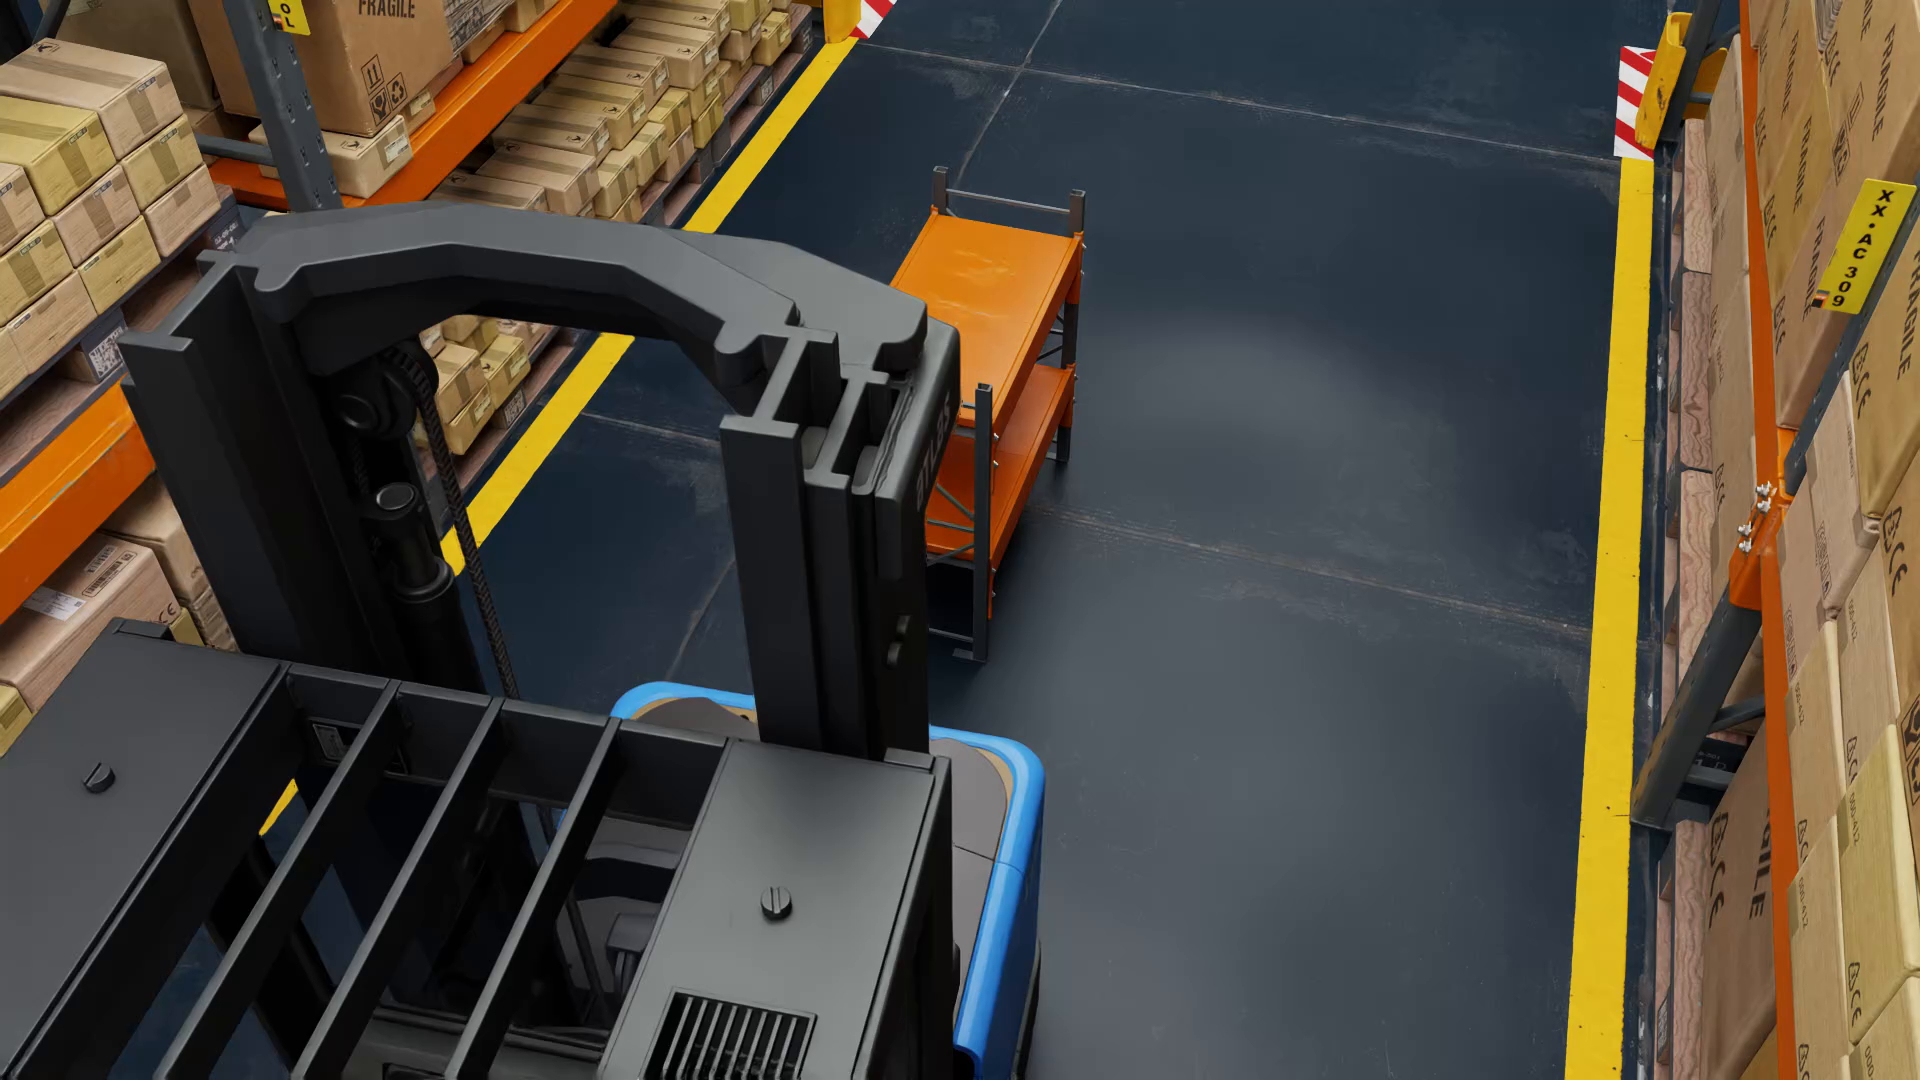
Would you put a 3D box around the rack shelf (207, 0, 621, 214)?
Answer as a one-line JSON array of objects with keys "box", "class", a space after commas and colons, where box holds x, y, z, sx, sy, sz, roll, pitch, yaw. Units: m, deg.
[{"box": [-1.677, -2.229, 6.398, 1.077, 0.370, 4.000, 13, 46, 13], "class": "rack shelf"}]

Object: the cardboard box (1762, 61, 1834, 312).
[{"box": [2.513, -0.915, 4.469, 0.500, 0.500, 0.500, 11, 46, 12], "class": "cardboard box"}]

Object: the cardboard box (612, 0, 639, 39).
[{"box": [-1.601, -2.409, 7.593, 0.380, 0.149, 0.250, 13, 46, 13], "class": "cardboard box"}]

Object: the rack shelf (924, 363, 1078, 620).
[{"box": [0.002, -0.232, 5.532, 0.538, 0.278, 1.000, 13, 46, 13], "class": "rack shelf"}]

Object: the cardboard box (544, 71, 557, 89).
[{"box": [-1.815, -1.875, 7.047, 0.380, 0.149, 0.250, 15, 46, 15], "class": "cardboard box"}]

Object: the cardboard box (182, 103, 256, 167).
[{"box": [-2.419, -1.303, 5.117, 0.380, 0.149, 0.250, 12, 46, 12], "class": "cardboard box"}]

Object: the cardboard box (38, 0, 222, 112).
[{"box": [-2.405, -1.677, 5.035, 0.500, 0.500, 0.500, 13, 46, 13], "class": "cardboard box"}]

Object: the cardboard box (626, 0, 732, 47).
[{"box": [-1.217, -2.242, 7.210, 0.380, 0.149, 0.250, 11, 45, 11], "class": "cardboard box"}]

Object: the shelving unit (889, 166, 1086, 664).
[{"box": [0.002, -0.407, 5.361, 0.538, 1.125, 1.048, 13, 46, 13], "class": "shelving unit"}]

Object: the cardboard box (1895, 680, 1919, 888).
[{"box": [1.776, 0.346, 2.465, 0.500, 0.500, 0.500, 11, 46, 12], "class": "cardboard box"}]

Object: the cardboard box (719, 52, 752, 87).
[{"box": [-1.175, -2.205, 7.596, 0.380, 0.149, 0.250, 12, 46, 12], "class": "cardboard box"}]

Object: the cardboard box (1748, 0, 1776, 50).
[{"box": [2.960, -1.936, 5.513, 0.500, 0.500, 0.500, 12, 46, 12], "class": "cardboard box"}]

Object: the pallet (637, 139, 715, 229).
[{"box": [-1.745, -1.427, 7.058, 1.003, 0.211, 1.213, 13, 46, 13], "class": "pallet"}]

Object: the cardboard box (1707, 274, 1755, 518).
[{"box": [3.028, -0.399, 5.545, 0.875, 0.438, 0.875, 11, 45, 11], "class": "cardboard box"}]

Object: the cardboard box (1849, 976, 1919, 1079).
[{"box": [1.603, 0.958, 2.376, 0.500, 0.250, 0.500, 11, 45, 11], "class": "cardboard box"}]

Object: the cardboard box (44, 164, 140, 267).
[{"box": [-2.294, -0.837, 4.127, 0.380, 0.149, 0.250, 13, 46, 13], "class": "cardboard box"}]

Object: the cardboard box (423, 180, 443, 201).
[{"box": [-2.162, -1.292, 6.238, 0.380, 0.149, 0.250, 14, 46, 14], "class": "cardboard box"}]

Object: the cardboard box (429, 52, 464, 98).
[{"box": [-1.847, -1.560, 5.379, 0.380, 0.149, 0.250, 11, 45, 11], "class": "cardboard box"}]

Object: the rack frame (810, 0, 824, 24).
[{"box": [-1.071, -3.819, 7.508, 1.000, 3.000, 0.127, 13, 46, 13], "class": "rack frame"}]

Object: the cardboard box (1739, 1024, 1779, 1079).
[{"box": [2.088, 1.471, 3.321, 0.875, 0.875, 0.875, 14, 46, 14], "class": "cardboard box"}]

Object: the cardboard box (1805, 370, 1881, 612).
[{"box": [2.064, -0.063, 3.420, 0.500, 0.250, 0.500, 11, 46, 11], "class": "cardboard box"}]

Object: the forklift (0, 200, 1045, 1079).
[{"box": [-0.602, 1.118, 2.512, 1.130, 2.935, 3.031, 8, 45, 9], "class": "forklift"}]

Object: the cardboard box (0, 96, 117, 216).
[{"box": [-2.299, -0.938, 4.018, 0.380, 0.149, 0.250, 11, 45, 11], "class": "cardboard box"}]

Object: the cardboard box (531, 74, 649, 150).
[{"box": [-1.483, -1.719, 6.675, 0.380, 0.149, 0.250, 13, 46, 13], "class": "cardboard box"}]

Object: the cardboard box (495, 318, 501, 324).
[{"box": [-1.837, -0.922, 6.073, 0.380, 0.149, 0.250, 12, 46, 12], "class": "cardboard box"}]

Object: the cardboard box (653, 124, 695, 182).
[{"box": [-1.357, -1.676, 7.056, 0.380, 0.149, 0.250, 13, 46, 13], "class": "cardboard box"}]

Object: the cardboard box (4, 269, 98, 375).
[{"box": [-2.370, -0.568, 4.065, 0.380, 0.149, 0.250, 12, 46, 12], "class": "cardboard box"}]

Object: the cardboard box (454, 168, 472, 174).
[{"box": [-2.128, -1.354, 6.514, 0.380, 0.149, 0.250, 14, 46, 13], "class": "cardboard box"}]

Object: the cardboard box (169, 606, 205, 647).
[{"box": [-2.422, 0.479, 4.603, 0.500, 0.500, 0.500, 12, 46, 12], "class": "cardboard box"}]

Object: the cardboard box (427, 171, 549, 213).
[{"box": [-1.754, -1.211, 6.156, 0.380, 0.149, 0.250, 11, 46, 11], "class": "cardboard box"}]

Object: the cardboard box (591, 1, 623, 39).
[{"box": [-1.717, -2.353, 7.322, 0.380, 0.149, 0.250, 10, 45, 11], "class": "cardboard box"}]

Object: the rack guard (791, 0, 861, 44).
[{"box": [-1.094, -2.875, 8.331, 1.175, 0.500, 0.348, 13, 46, 13], "class": "rack guard"}]

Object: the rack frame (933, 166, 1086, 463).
[{"box": [0.156, -0.745, 5.707, 0.500, 1.125, 0.032, 13, 46, 13], "class": "rack frame"}]

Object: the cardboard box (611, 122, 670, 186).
[{"box": [-1.412, -1.593, 6.759, 0.380, 0.149, 0.250, 13, 46, 13], "class": "cardboard box"}]

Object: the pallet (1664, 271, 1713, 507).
[{"box": [3.138, -0.481, 6.091, 1.003, 0.211, 1.213, 13, 46, 12], "class": "pallet"}]

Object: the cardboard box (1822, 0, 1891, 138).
[{"box": [2.507, -1.275, 4.121, 0.500, 0.500, 0.500, 12, 46, 12], "class": "cardboard box"}]

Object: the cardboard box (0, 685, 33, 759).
[{"box": [-2.582, 0.567, 3.976, 0.500, 0.250, 0.500, 11, 45, 11], "class": "cardboard box"}]

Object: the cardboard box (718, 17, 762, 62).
[{"box": [-1.115, -2.298, 7.479, 0.380, 0.149, 0.250, 11, 45, 11], "class": "cardboard box"}]

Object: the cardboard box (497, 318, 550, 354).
[{"box": [-1.760, -0.813, 6.174, 0.380, 0.149, 0.250, 12, 46, 12], "class": "cardboard box"}]

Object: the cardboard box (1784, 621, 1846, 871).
[{"box": [1.925, 0.464, 3.238, 0.500, 0.250, 0.500, 11, 46, 12], "class": "cardboard box"}]

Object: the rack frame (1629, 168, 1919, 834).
[{"box": [2.466, -0.172, 3.781, 1.000, 3.000, 0.127, 13, 46, 13], "class": "rack frame"}]

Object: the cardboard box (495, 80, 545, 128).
[{"box": [-1.918, -1.817, 6.774, 0.380, 0.149, 0.250, 13, 46, 13], "class": "cardboard box"}]
